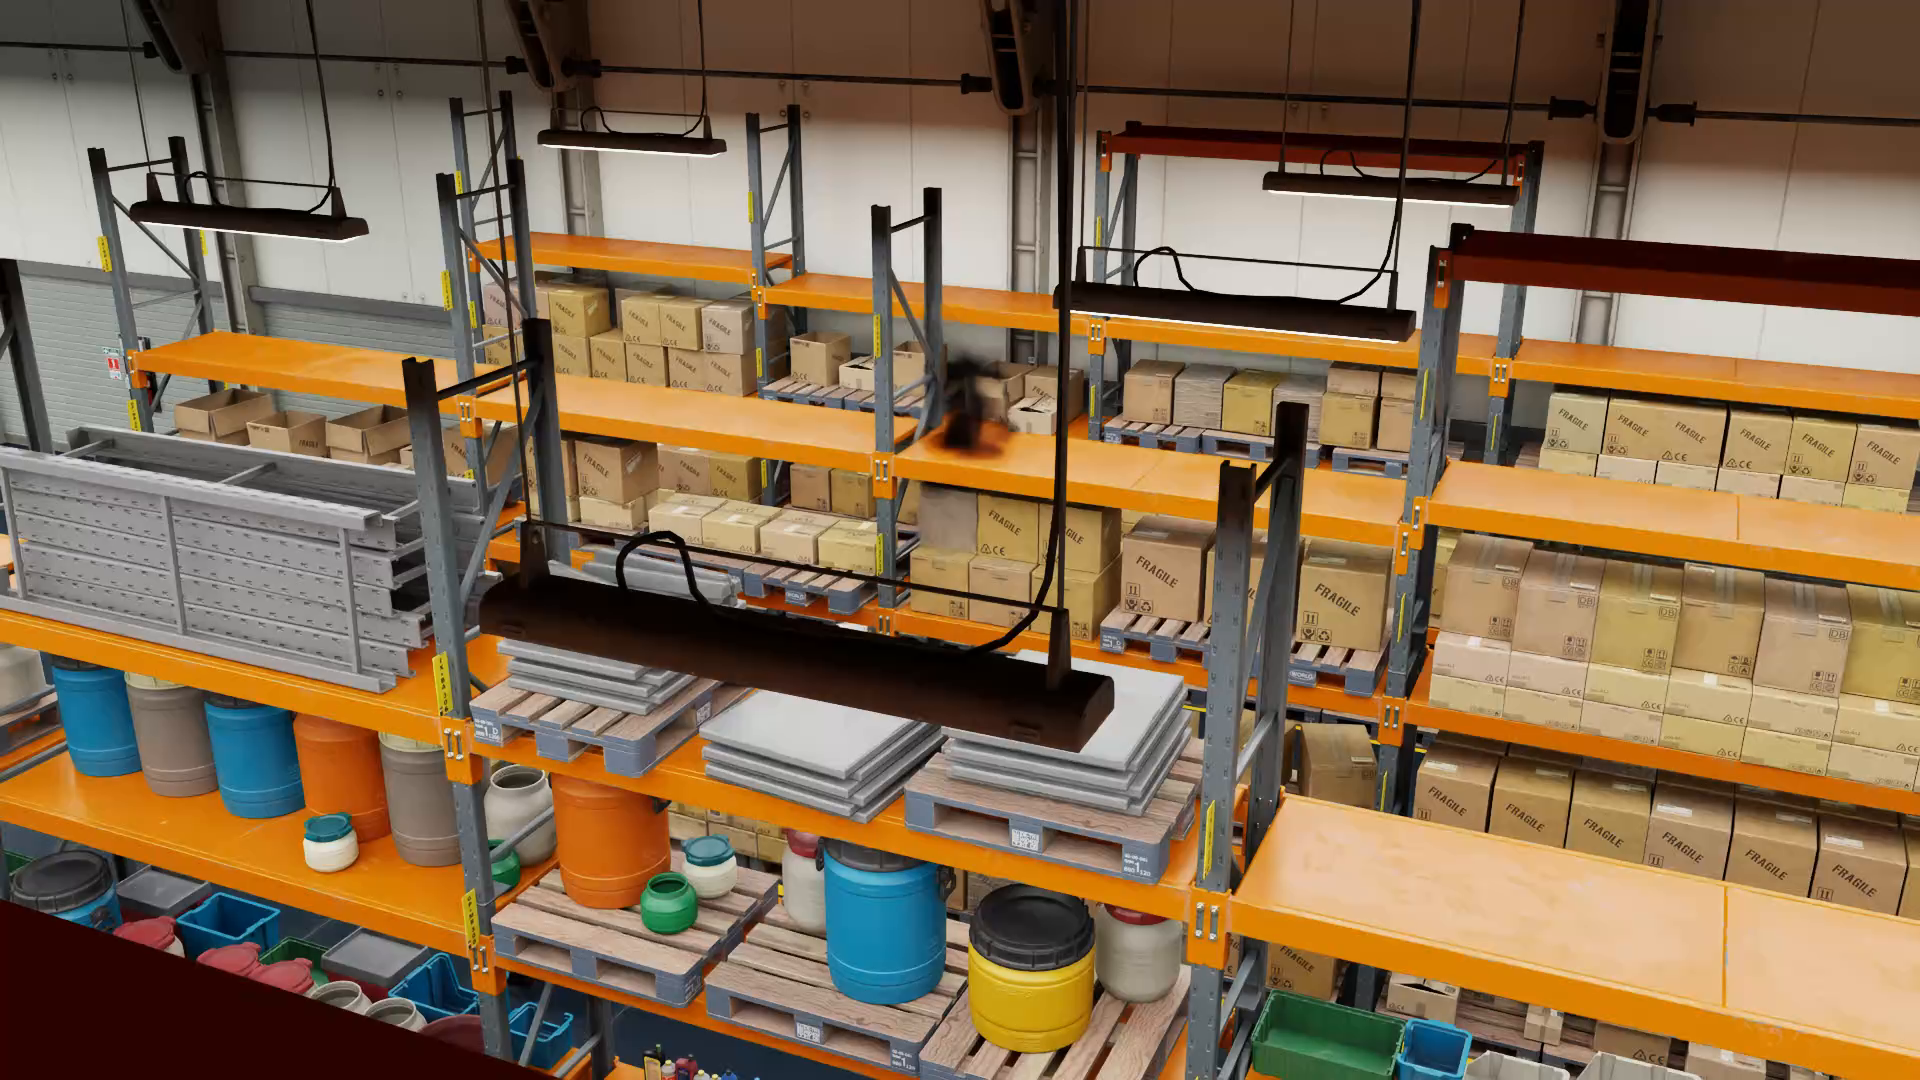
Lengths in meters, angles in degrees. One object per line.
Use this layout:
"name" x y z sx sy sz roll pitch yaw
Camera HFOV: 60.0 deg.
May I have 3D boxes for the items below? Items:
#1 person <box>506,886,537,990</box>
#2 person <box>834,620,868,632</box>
"person" -3.482 2.791 12.979 0.578 1.593 0.605 6 21 17
"person" -1.101 1.368 16.613 0.662 1.741 0.698 7 22 18
